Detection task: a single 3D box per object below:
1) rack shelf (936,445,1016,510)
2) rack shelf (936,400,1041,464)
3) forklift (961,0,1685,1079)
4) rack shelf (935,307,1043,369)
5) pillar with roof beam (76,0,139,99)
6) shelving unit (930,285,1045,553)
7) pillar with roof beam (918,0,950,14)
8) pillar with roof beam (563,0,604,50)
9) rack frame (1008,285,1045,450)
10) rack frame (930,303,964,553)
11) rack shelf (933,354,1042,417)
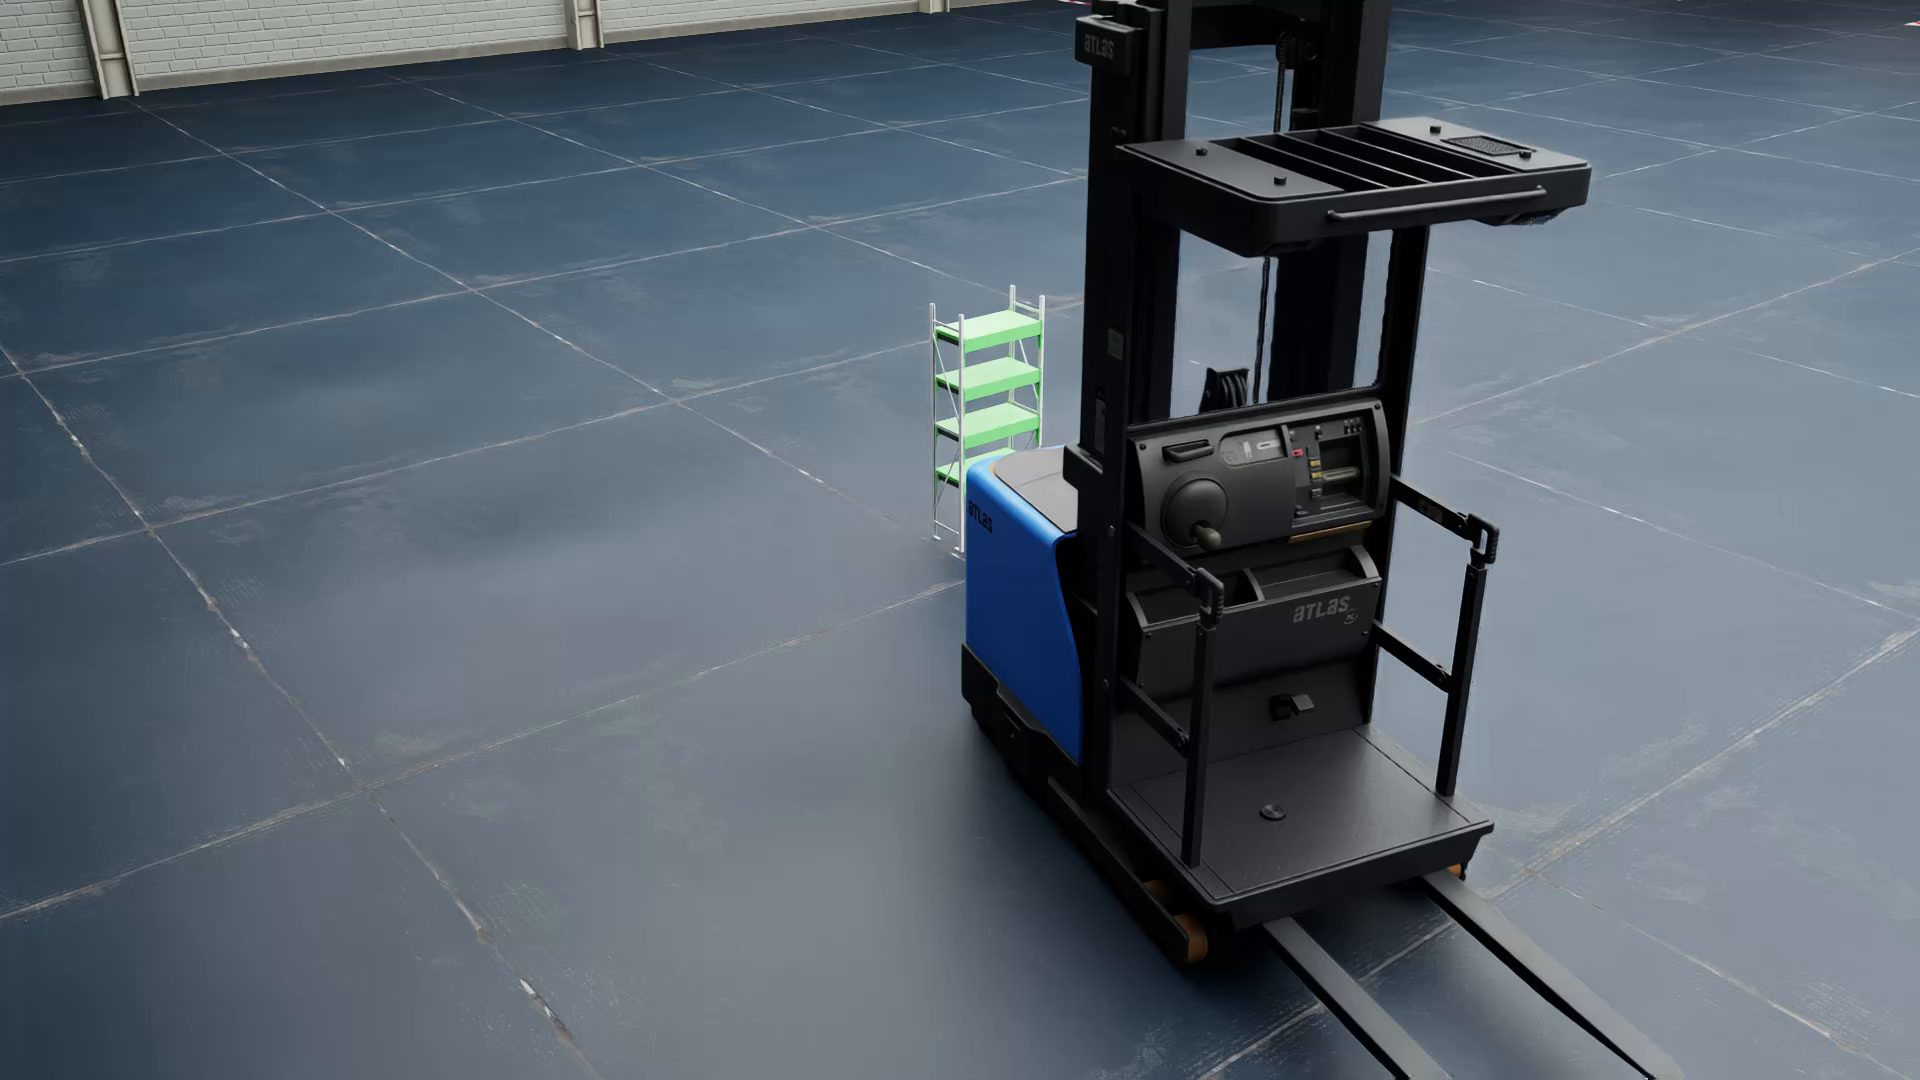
[{"bbox_3d":[0.130,-0.312,8.218,0.480,0.148,0.258,-18,31,-34],"label":"rack shelf"},{"bbox_3d":[0.130,-0.529,8.117,0.480,0.148,0.258,-18,31,-34],"label":"rack shelf"},{"bbox_3d":[1.065,-0.176,5.148,1.130,2.935,3.031,-11,27,-22],"label":"forklift"},{"bbox_3d":[0.130,-0.965,7.915,0.480,0.148,0.258,-18,31,-34],"label":"rack shelf"},{"bbox_3d":[-7.197,-7.859,14.495,0.400,9.000,9.100,-18,31,-34],"label":"pillar with roof beam"},{"bbox_3d":[0.130,-0.587,8.090,0.503,1.200,0.258,-18,31,-34],"label":"shelving unit"},{"bbox_3d":[2.246,-10.977,21.212,0.400,9.000,9.100,-18,31,-34],"label":"pillar with roof beam"},{"bbox_3d":[-2.476,-9.418,17.853,0.400,9.000,9.100,-18,31,-34],"label":"pillar with roof beam"},{"bbox_3d":[0.322,-0.651,8.227,0.015,1.200,0.240,-18,31,-34],"label":"rack frame"},{"bbox_3d":[-0.062,-0.524,7.953,0.015,1.200,0.240,-18,31,-34],"label":"rack frame"},{"bbox_3d":[0.130,-0.747,8.016,0.480,0.148,0.258,-18,31,-34],"label":"rack shelf"}]
